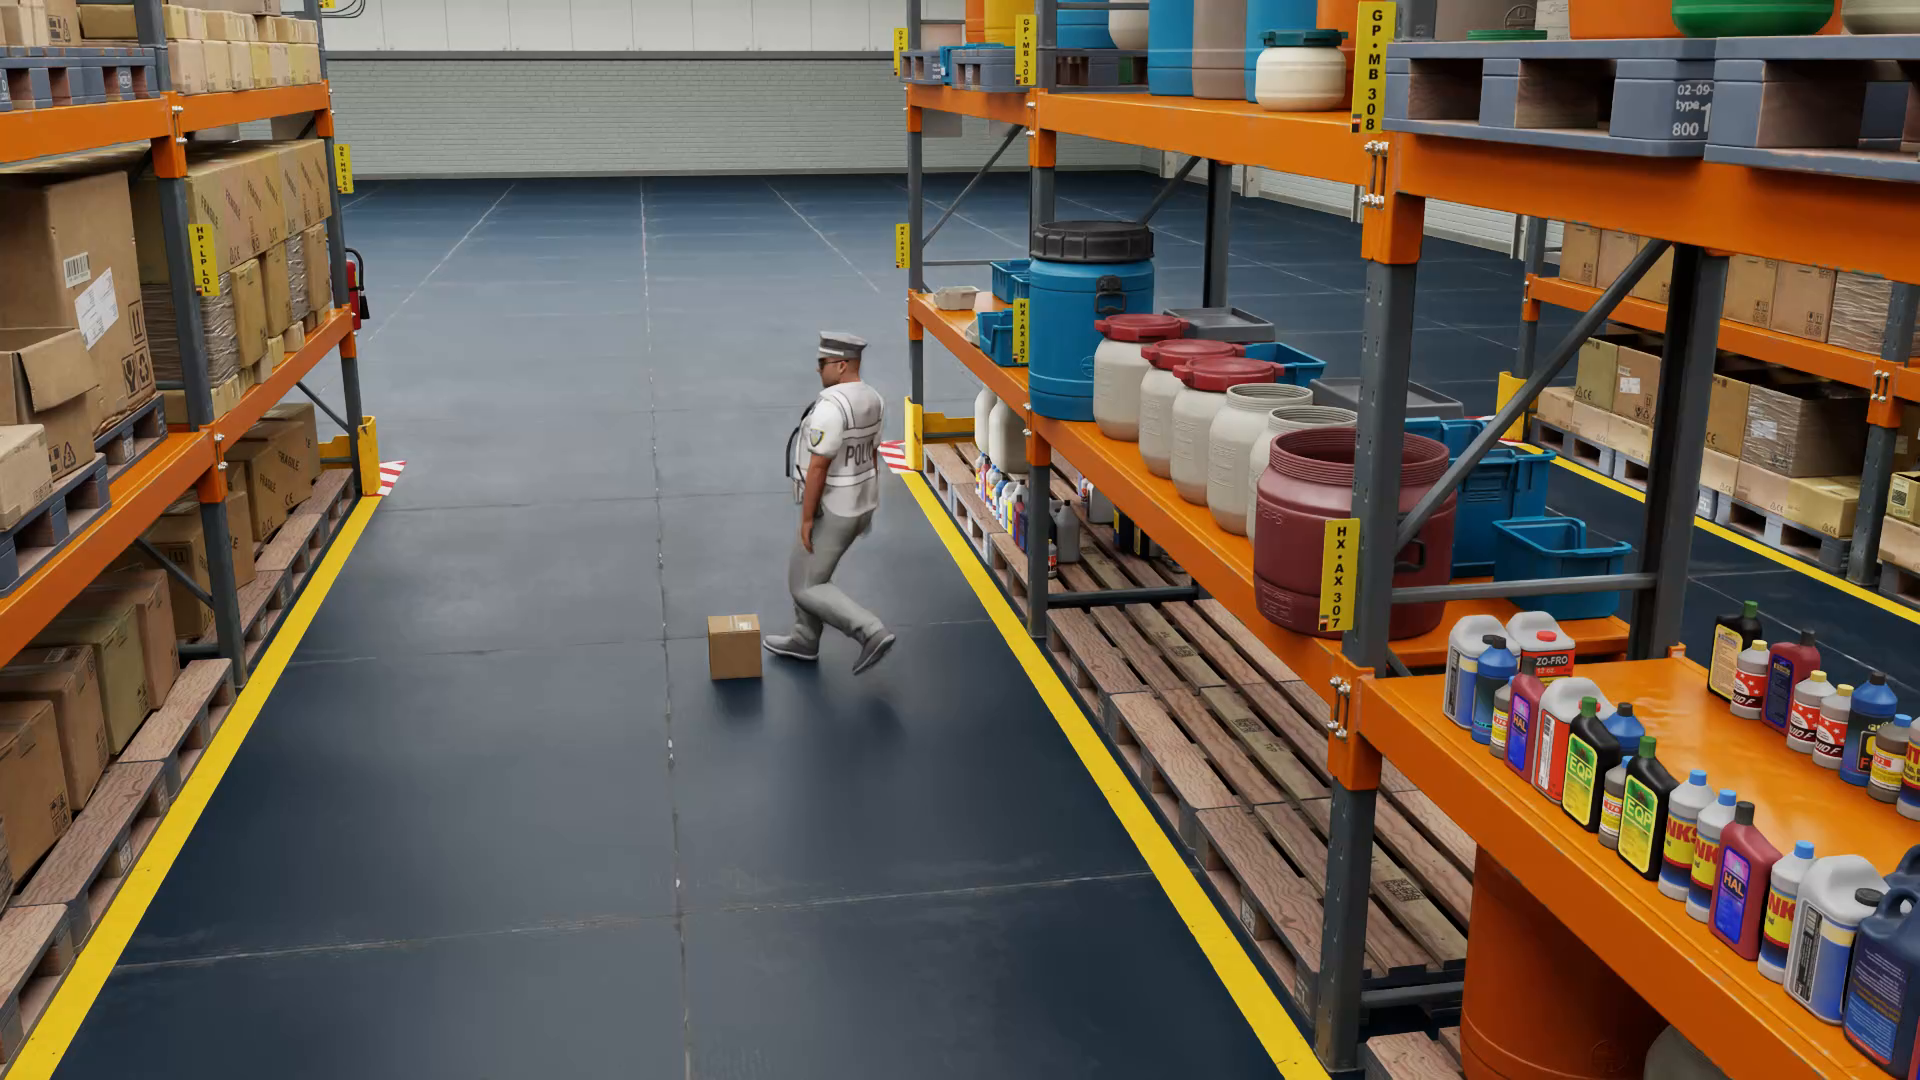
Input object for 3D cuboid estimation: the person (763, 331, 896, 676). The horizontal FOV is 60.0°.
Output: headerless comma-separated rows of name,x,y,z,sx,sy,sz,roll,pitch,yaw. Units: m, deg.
person,-0.669,-0.177,8.160,0.858,1.712,0.560,7,18,22
